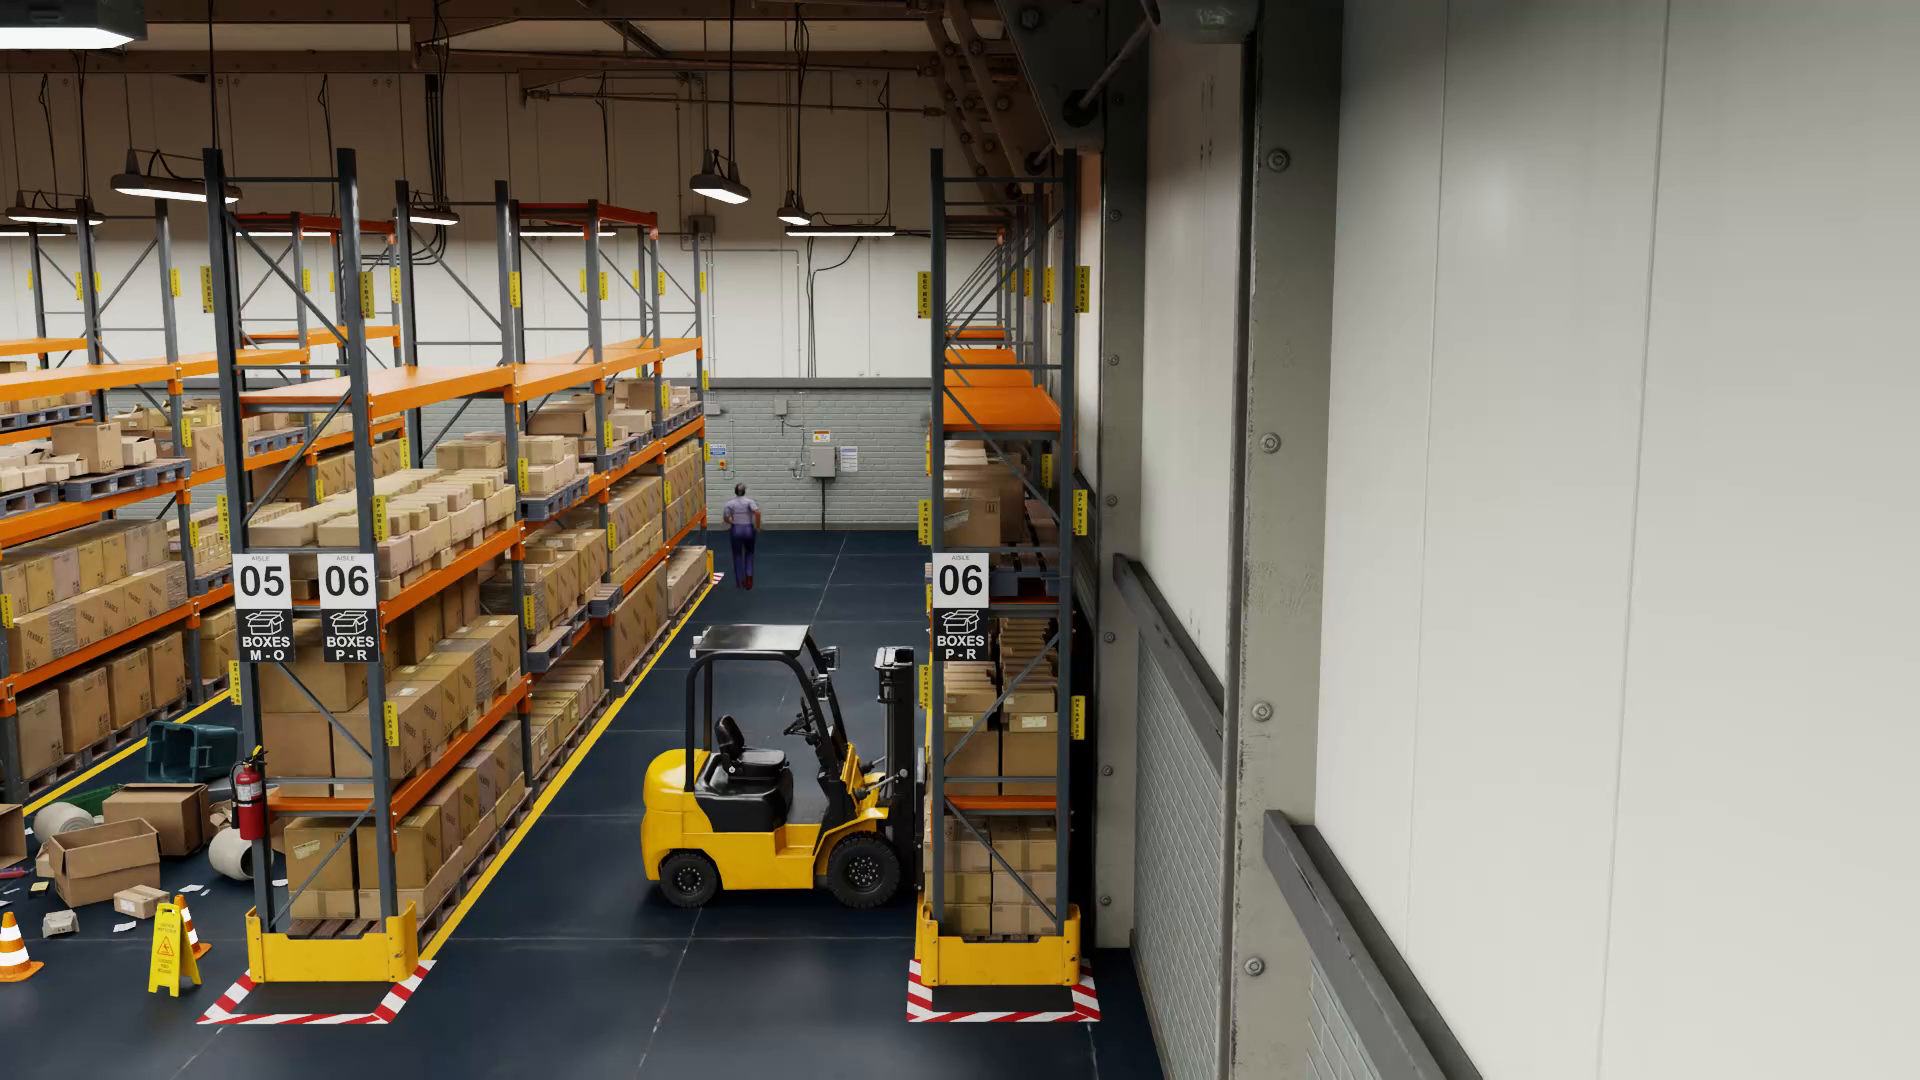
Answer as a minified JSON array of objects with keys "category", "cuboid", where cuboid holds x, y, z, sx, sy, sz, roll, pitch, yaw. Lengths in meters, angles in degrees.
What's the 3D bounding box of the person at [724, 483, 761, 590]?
[{"category":"person","cuboid":[-3.395,-0.052,25.977,0.576,1.685,0.714,-1,9,-8]}]
